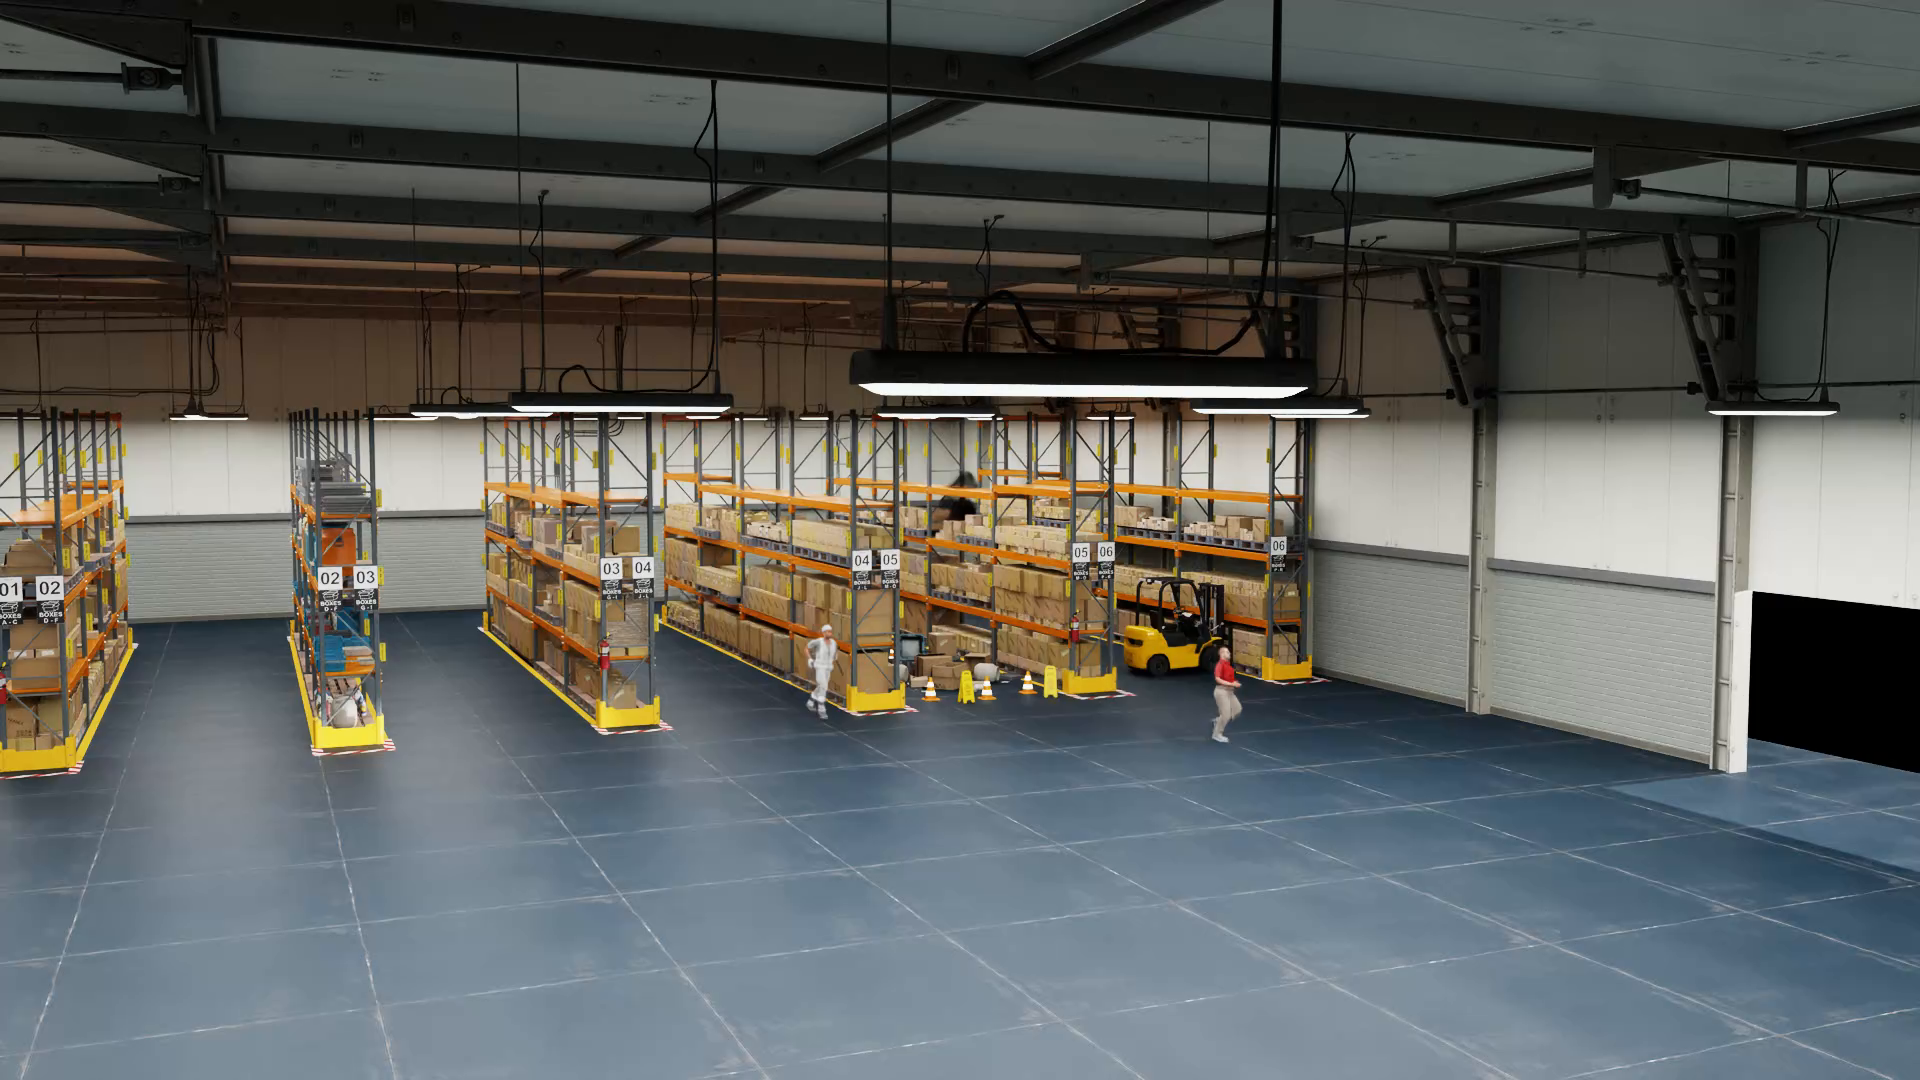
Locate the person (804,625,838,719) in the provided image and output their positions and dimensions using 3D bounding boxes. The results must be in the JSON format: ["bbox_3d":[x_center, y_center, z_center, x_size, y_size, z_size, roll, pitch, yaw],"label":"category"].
[{"bbox_3d":[-2.688,2.566,32.627,0.678,1.822,0.859,-4,5,-41],"label":"person"}]

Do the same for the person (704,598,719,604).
[{"bbox_3d":[-7.572,1.345,50.173,0.585,1.652,0.923,3,5,38],"label":"person"}]

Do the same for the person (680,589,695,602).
[{"bbox_3d":[-8.112,1.381,49.759,0.663,1.761,0.733,3,5,40],"label":"person"}]

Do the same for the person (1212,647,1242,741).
[{"bbox_3d":[4.809,2.777,29.959,0.578,1.694,0.716,2,4,26],"label":"person"}]
